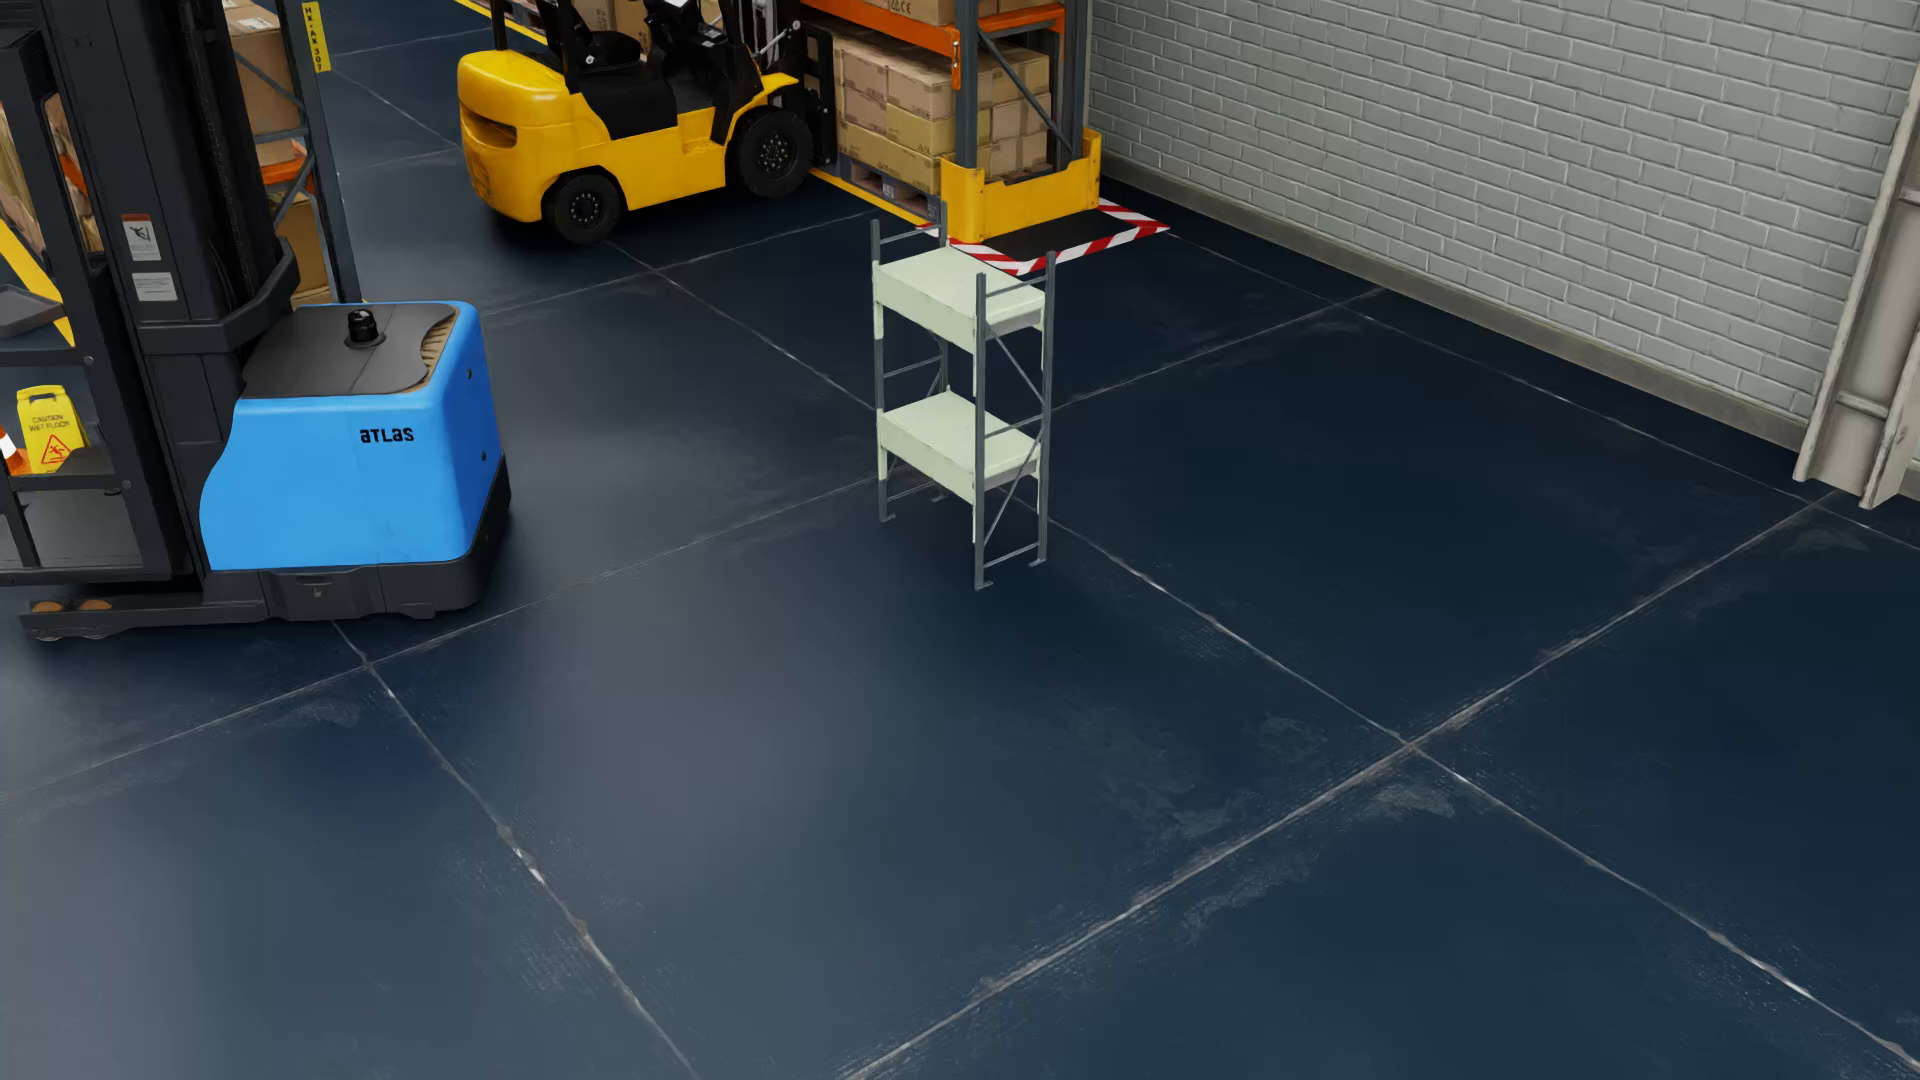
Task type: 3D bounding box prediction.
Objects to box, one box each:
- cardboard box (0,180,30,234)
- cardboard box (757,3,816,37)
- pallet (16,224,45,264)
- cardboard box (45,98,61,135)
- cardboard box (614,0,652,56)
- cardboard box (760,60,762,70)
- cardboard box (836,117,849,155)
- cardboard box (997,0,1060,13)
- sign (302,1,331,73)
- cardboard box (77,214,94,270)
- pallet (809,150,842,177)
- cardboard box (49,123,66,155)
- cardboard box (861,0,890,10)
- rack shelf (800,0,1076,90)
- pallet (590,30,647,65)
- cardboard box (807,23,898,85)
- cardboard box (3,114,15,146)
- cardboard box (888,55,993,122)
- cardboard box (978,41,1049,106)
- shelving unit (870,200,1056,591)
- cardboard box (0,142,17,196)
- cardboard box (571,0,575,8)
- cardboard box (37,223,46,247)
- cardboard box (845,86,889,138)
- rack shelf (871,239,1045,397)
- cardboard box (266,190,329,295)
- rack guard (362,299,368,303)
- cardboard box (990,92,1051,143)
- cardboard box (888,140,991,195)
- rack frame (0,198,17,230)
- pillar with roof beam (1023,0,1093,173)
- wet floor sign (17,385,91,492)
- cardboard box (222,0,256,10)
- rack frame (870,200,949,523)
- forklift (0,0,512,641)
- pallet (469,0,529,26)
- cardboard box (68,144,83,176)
[{"bbox_3d":[-5.823,-2.205,10.665,0.500,0.250,0.500,-24,39,-33],"label":"cardboard box"},{"bbox_3d":[-1.385,-3.847,12.361,0.500,0.250,0.500,-21,37,-30],"label":"cardboard box"},{"bbox_3d":[-5.532,-2.075,10.890,1.003,0.211,1.213,-22,38,-31],"label":"pallet"},{"bbox_3d":[-4.373,-2.377,8.357,0.500,0.500,0.500,-22,38,-31],"label":"cardboard box"},{"bbox_3d":[-2.382,-4.518,14.035,0.875,0.625,0.625,-20,37,-29],"label":"cardboard box"},{"bbox_3d":[-1.391,-3.634,12.492,0.500,0.250,0.500,-23,38,-32],"label":"cardboard box"},{"bbox_3d":[-0.735,-2.994,11.935,0.500,0.250,0.500,-22,38,-31],"label":"cardboard box"},{"bbox_3d":[0.315,-3.807,10.941,0.500,0.500,0.500,-21,37,-30],"label":"cardboard box"},{"bbox_3d":[-3.091,-2.404,7.957,0.100,0.325,0.005,-22,38,-31],"label":"sign"},{"bbox_3d":[-4.539,-1.655,9.070,0.500,0.500,0.500,-21,37,-30],"label":"cardboard box"},{"bbox_3d":[-0.846,-3.097,12.536,1.003,0.211,1.213,-22,38,-31],"label":"pallet"},{"bbox_3d":[-4.482,-2.121,8.561,0.380,0.149,0.250,-22,38,-31],"label":"cardboard box"},{"bbox_3d":[-0.421,-3.850,11.011,0.500,0.500,0.500,-21,38,-30],"label":"cardboard box"},{"bbox_3d":[-0.827,-3.996,12.023,1.077,0.370,4.000,-22,38,-31],"label":"rack shelf"},{"bbox_3d":[-2.536,-4.245,14.385,1.003,0.211,1.213,-22,38,-31],"label":"pallet"},{"bbox_3d":[-0.764,-3.412,11.661,0.500,0.250,0.500,-22,38,-31],"label":"cardboard box"},{"bbox_3d":[-5.310,-2.402,9.658,0.380,0.149,0.250,-20,37,-29],"label":"cardboard box"},{"bbox_3d":[-0.129,-2.994,10.988,0.500,0.250,0.500,-21,37,-30],"label":"cardboard box"},{"bbox_3d":[0.254,-3.165,11.263,0.500,0.250,0.500,-23,39,-32],"label":"cardboard box"},{"bbox_3d":[0.004,-0.634,7.350,0.431,1.500,0.755,-22,38,-31],"label":"shelving unit"},{"bbox_3d":[-5.823,-2.523,10.467,0.500,0.500,0.500,-20,37,-29],"label":"cardboard box"},{"bbox_3d":[-3.315,-5.157,15.063,0.875,0.625,0.625,-24,39,-33],"label":"cardboard box"},{"bbox_3d":[-5.160,-1.766,9.958,0.500,0.250,0.500,-23,38,-32],"label":"cardboard box"},{"bbox_3d":[-0.445,-3.005,11.479,0.500,0.250,0.500,-23,38,-32],"label":"cardboard box"},{"bbox_3d":[0.004,-0.966,7.144,0.431,0.370,0.720,-22,38,-31],"label":"rack shelf"},{"bbox_3d":[-3.810,-1.625,9.020,0.500,0.500,0.500,-24,39,-33],"label":"cardboard box"},{"bbox_3d":[-3.566,-0.830,8.613,1.175,0.500,0.348,-22,38,-31],"label":"rack guard"},{"bbox_3d":[0.275,-2.954,11.397,0.500,0.250,0.500,-21,38,-31],"label":"cardboard box"},{"bbox_3d":[-0.138,-2.572,11.256,0.500,0.250,0.500,-22,38,-31],"label":"cardboard box"},{"bbox_3d":[-5.972,-3.528,10.587,1.000,3.000,0.127,-22,38,-31],"label":"rack frame"},{"bbox_3d":[-2.716,-5.205,7.602,9.100,9.000,0.400,-22,38,-31],"label":"pillar with roof beam"},{"bbox_3d":[-4.248,-0.435,7.839,0.267,0.644,0.232,-10,33,-15],"label":"wet floor sign"},{"bbox_3d":[-3.911,-2.531,8.606,0.500,0.500,0.500,-21,38,-30],"label":"cardboard box"},{"bbox_3d":[-0.220,-0.787,7.595,0.400,1.500,0.023,-22,38,-31],"label":"rack frame"},{"bbox_3d":[-3.621,-1.105,6.752,3.031,2.935,1.130,-2,32,-4],"label":"forklift"},{"bbox_3d":[-4.032,-5.262,16.022,1.003,0.211,1.213,-22,38,-31],"label":"pallet"},{"bbox_3d":[-4.160,-1.910,8.221,0.380,0.149,0.250,-23,38,-32],"label":"cardboard box"}]
